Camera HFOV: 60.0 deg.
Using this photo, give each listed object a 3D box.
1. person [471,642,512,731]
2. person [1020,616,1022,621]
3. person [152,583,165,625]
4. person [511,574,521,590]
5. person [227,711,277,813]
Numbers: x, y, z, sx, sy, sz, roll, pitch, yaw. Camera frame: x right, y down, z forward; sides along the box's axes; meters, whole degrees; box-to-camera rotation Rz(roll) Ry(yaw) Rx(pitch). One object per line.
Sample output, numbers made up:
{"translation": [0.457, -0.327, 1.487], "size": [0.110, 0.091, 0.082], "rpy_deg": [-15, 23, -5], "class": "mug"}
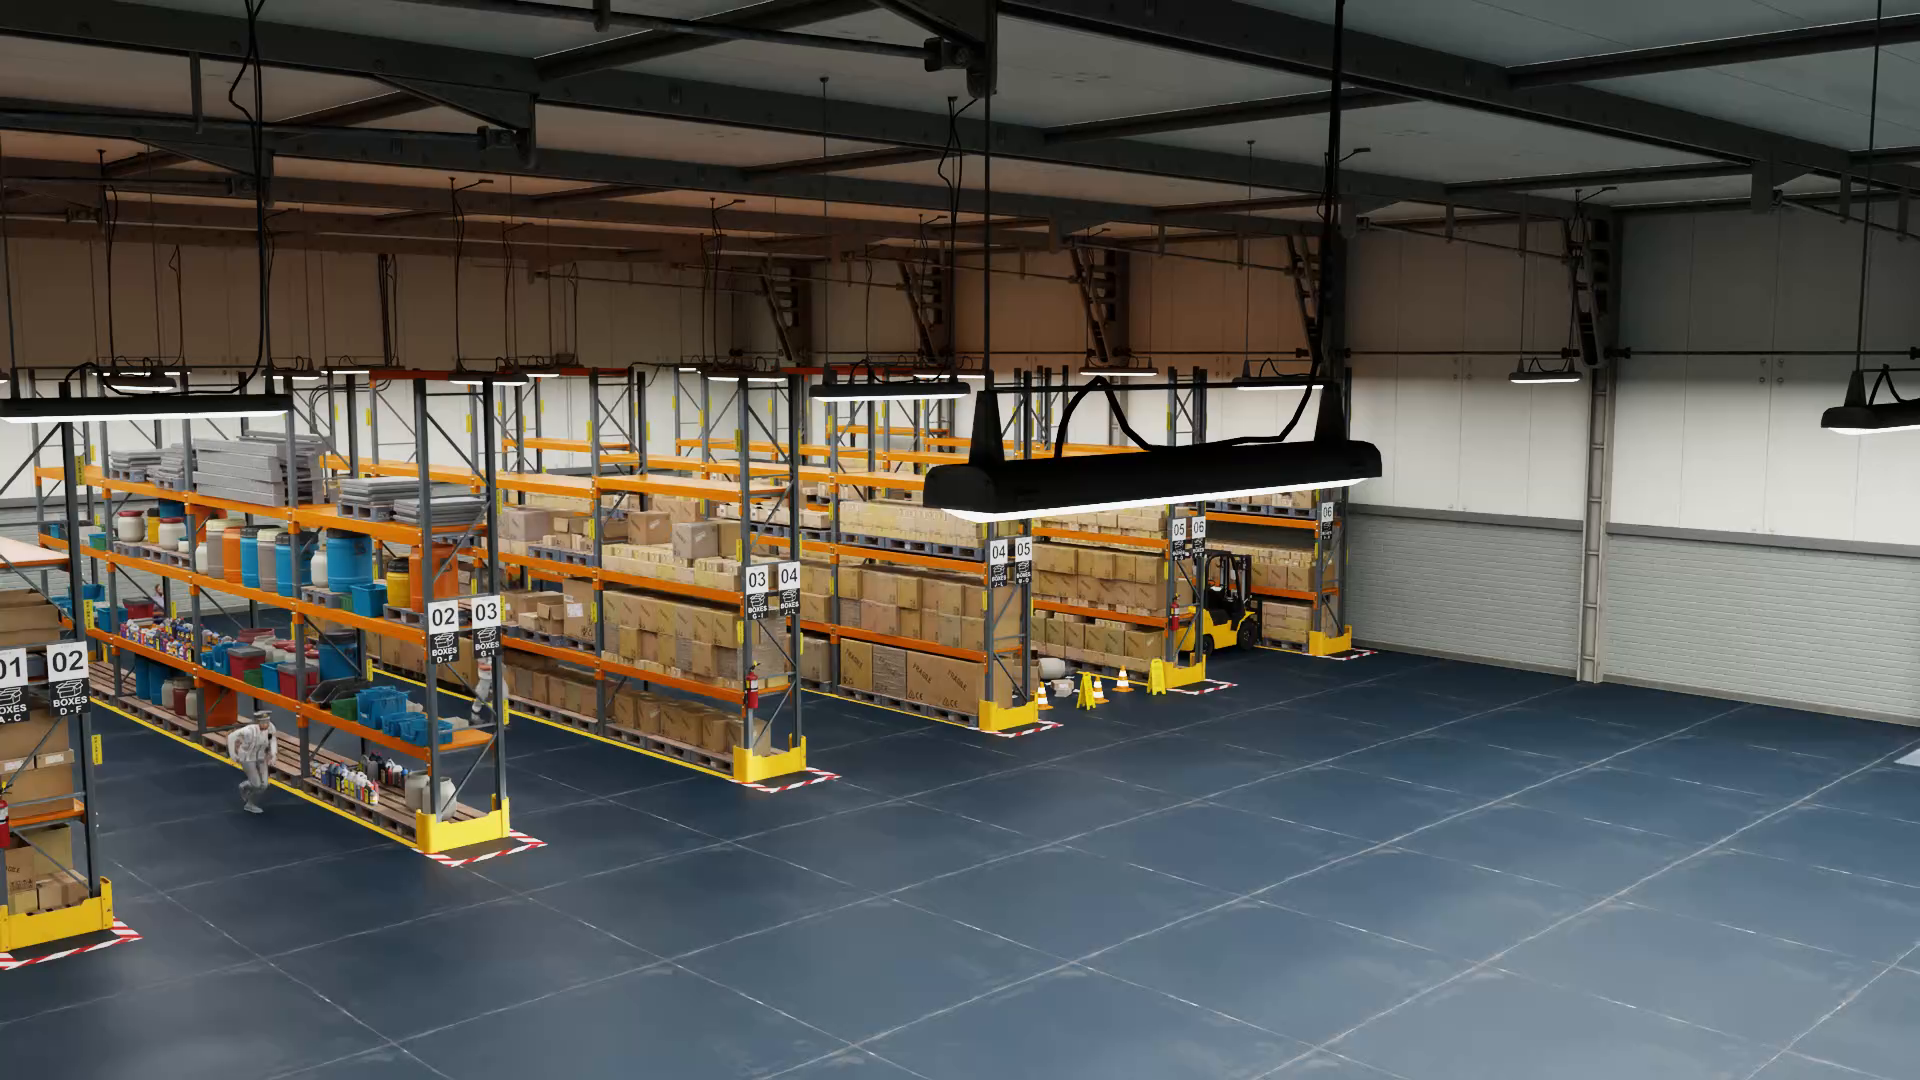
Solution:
{"translation": [-7.858, 2.324, 27.888], "size": [0.994, 1.750, 0.686], "rpy_deg": [6, 8, 40], "class": "person"}
{"translation": [1.091, 1.302, 37.718], "size": [0.590, 1.599, 0.566], "rpy_deg": [5, 8, 39], "class": "person"}
{"translation": [-16.315, 1.686, 34.026], "size": [0.737, 1.654, 0.693], "rpy_deg": [3, 7, 24], "class": "person"}
{"translation": [-10.806, 0.961, 40.705], "size": [0.628, 1.613, 0.691], "rpy_deg": [3, 7, 25], "class": "person"}
{"translation": [-9.687, 3.041, 22.770], "size": [0.782, 1.483, 0.638], "rpy_deg": [5, 8, 38], "class": "person"}
